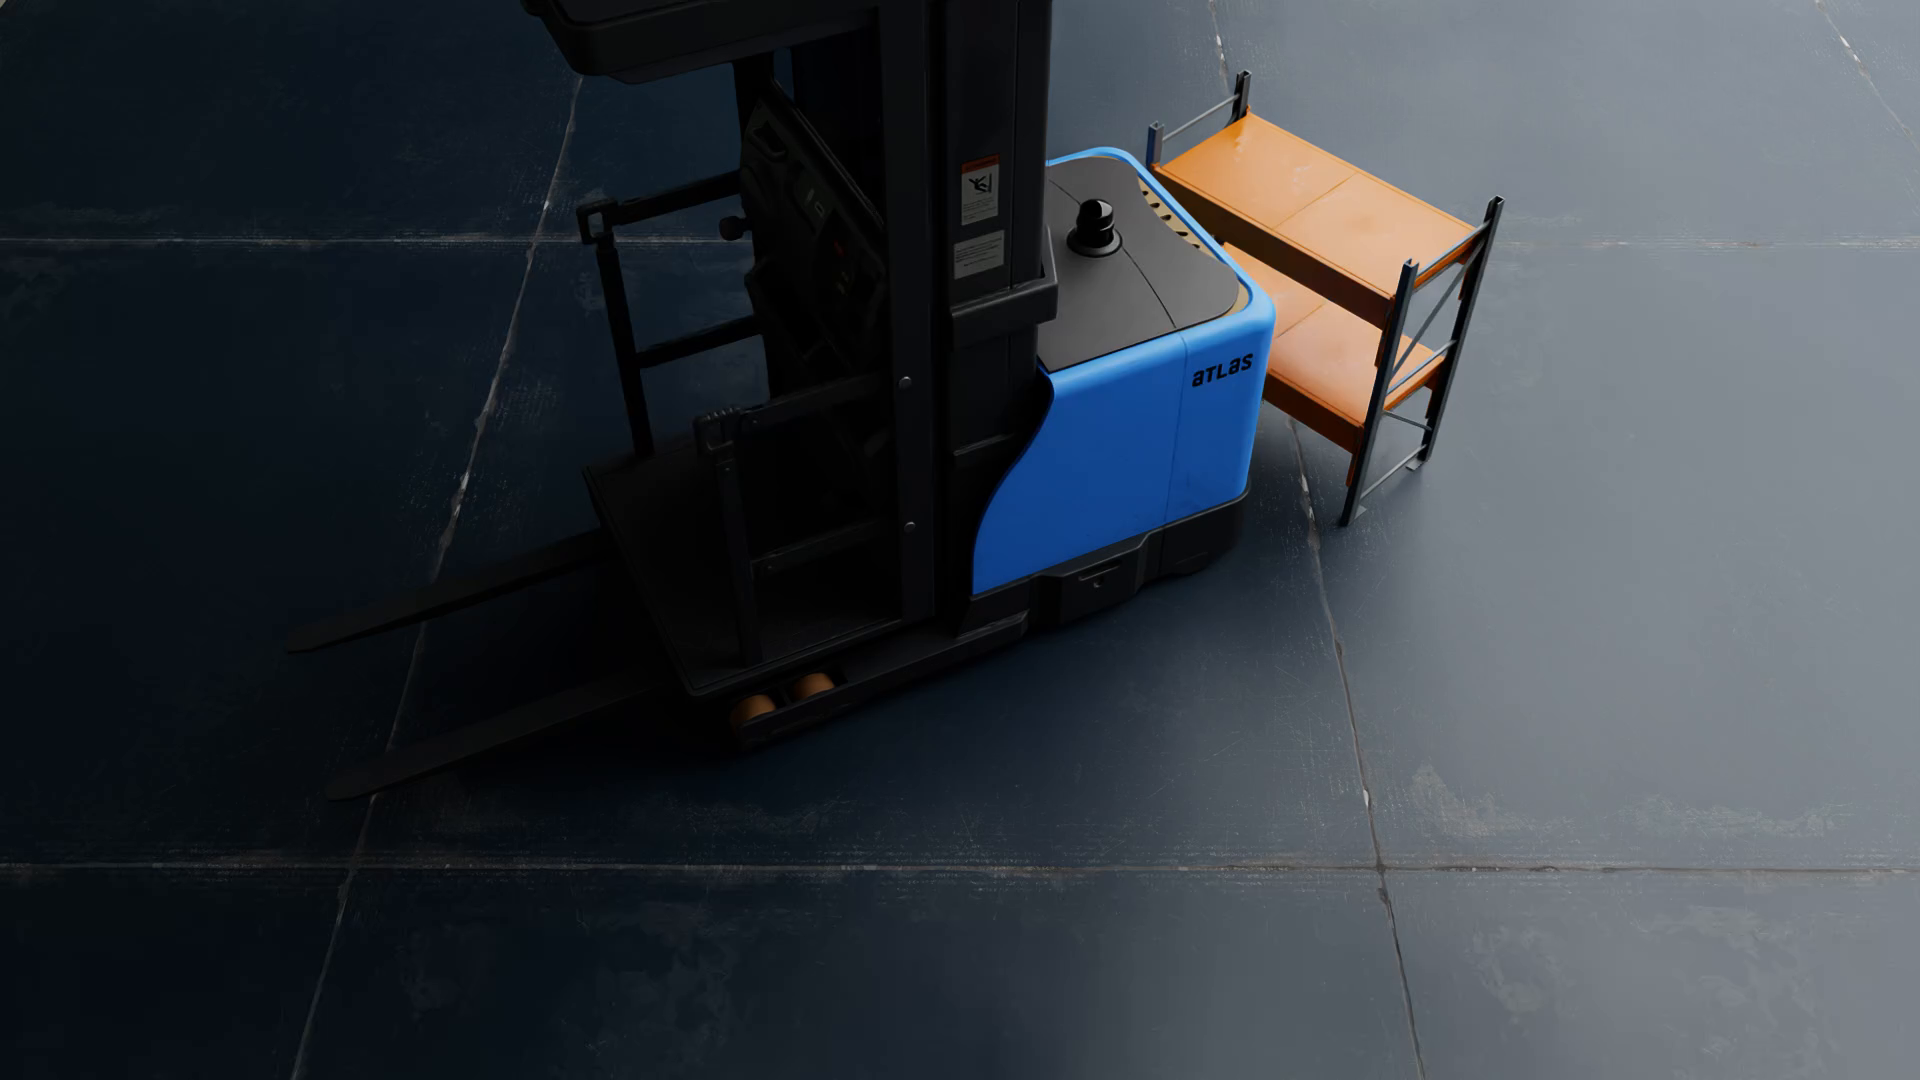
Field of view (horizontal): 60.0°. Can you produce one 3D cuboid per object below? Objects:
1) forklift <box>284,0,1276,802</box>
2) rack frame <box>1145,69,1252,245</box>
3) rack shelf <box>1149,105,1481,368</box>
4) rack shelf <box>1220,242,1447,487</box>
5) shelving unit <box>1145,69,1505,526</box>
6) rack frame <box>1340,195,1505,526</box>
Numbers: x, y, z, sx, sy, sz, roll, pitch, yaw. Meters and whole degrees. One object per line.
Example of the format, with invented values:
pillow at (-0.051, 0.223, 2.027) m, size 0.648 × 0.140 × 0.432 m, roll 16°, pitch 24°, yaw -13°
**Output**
forklift at (-0.593, -0.805, 4.497) m, size 3.031 × 2.935 × 1.130 m, roll -20°, pitch 50°, yaw -17°
rack frame at (0.813, -1.101, 6.007) m, size 0.500 × 1.125 × 0.032 m, roll -35°, pitch 56°, yaw -28°
rack shelf at (1.166, -1.033, 5.544) m, size 0.538 × 0.278 × 1.000 m, roll -35°, pitch 56°, yaw -28°
rack shelf at (1.166, -0.667, 5.937) m, size 0.538 × 0.278 × 1.000 m, roll -35°, pitch 56°, yaw -28°
shelving unit at (1.166, -0.834, 5.758) m, size 0.538 × 1.125 × 1.048 m, roll -35°, pitch 56°, yaw -28°
rack frame at (1.519, -0.566, 5.509) m, size 0.500 × 1.125 × 0.032 m, roll -35°, pitch 56°, yaw -28°
